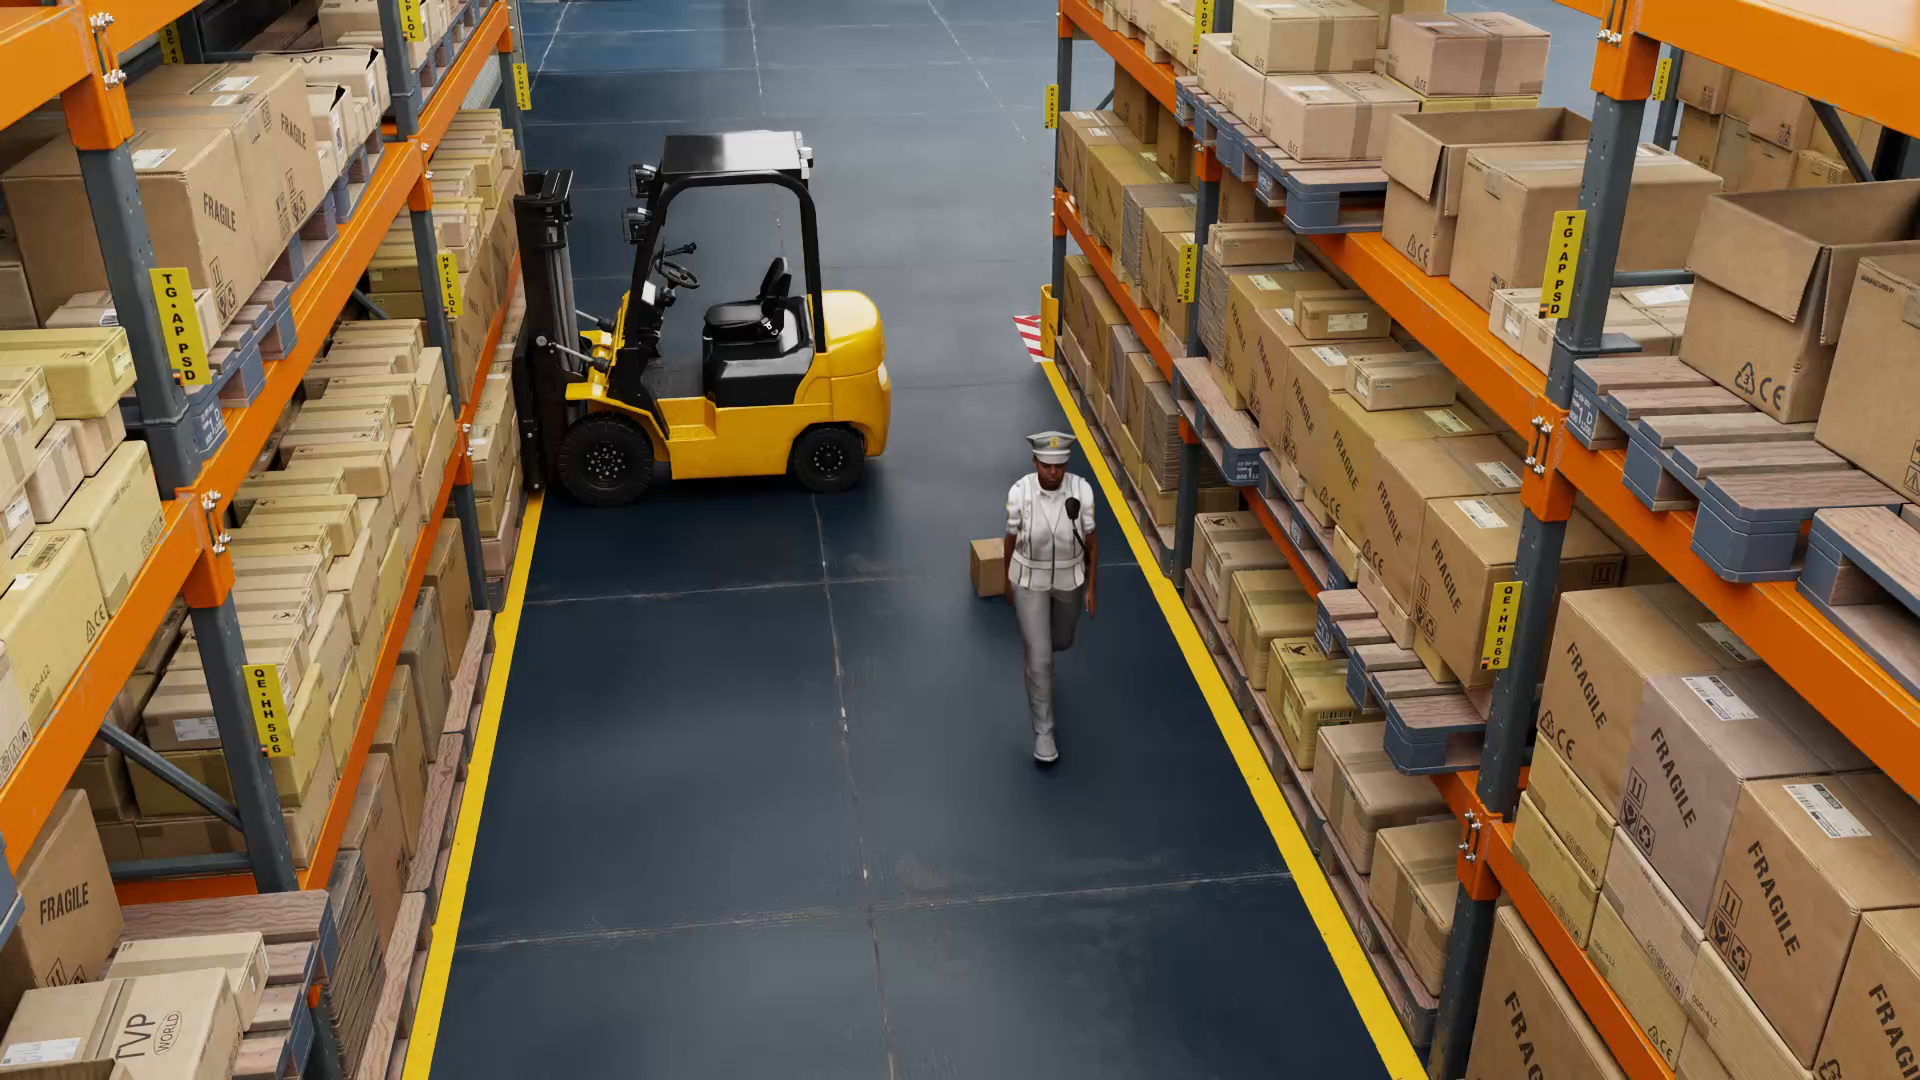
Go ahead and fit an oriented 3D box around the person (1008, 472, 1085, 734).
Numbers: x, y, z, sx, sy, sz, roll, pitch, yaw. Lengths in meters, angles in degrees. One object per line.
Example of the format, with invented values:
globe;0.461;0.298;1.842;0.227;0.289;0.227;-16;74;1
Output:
person;0.415;0.240;8.347;0.386;1.331;0.793;-4;28;-7
